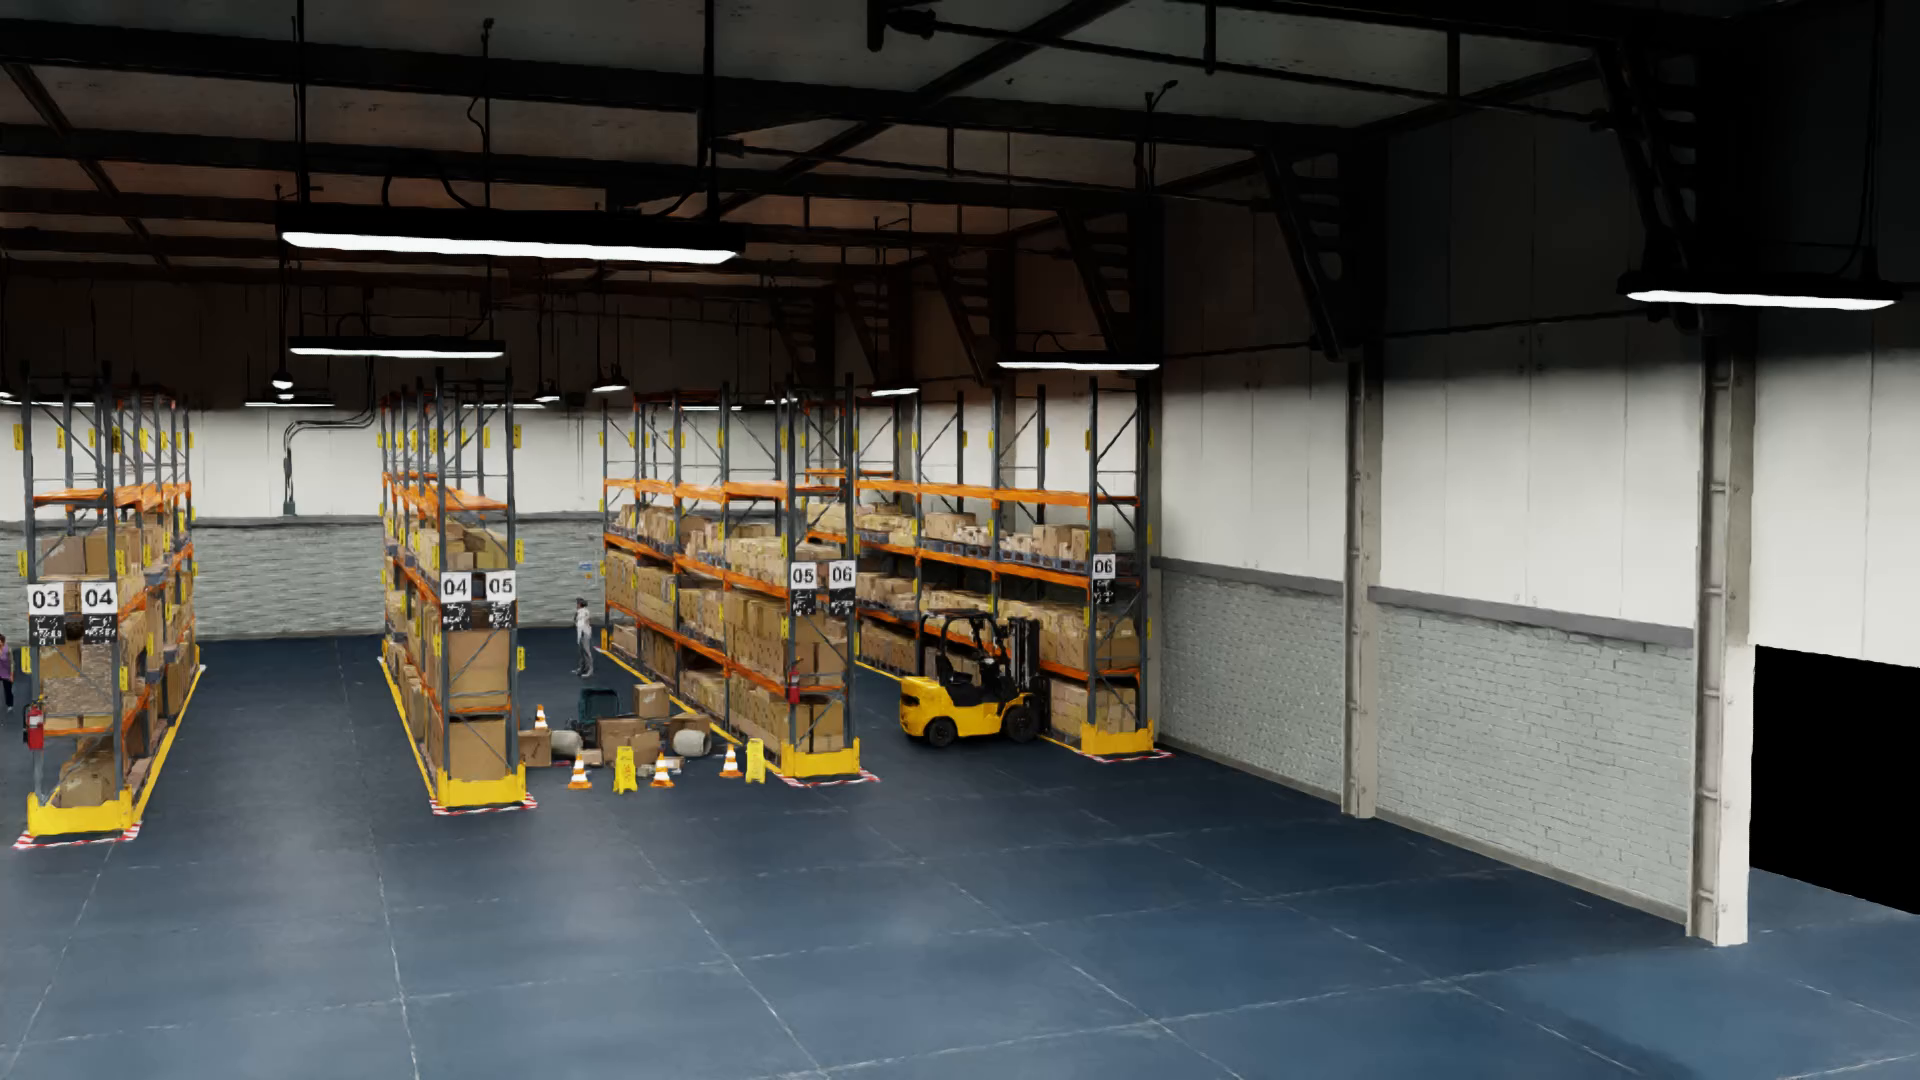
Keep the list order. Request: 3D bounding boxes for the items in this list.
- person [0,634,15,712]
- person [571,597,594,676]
[{"bbox_3d":[-17.264,2.429,29.979,0.416,1.525,1.034,-1,4,-23],"label":"person"},{"bbox_3d":[-8.008,2.034,35.259,0.528,1.669,0.565,0,3,-3],"label":"person"}]
